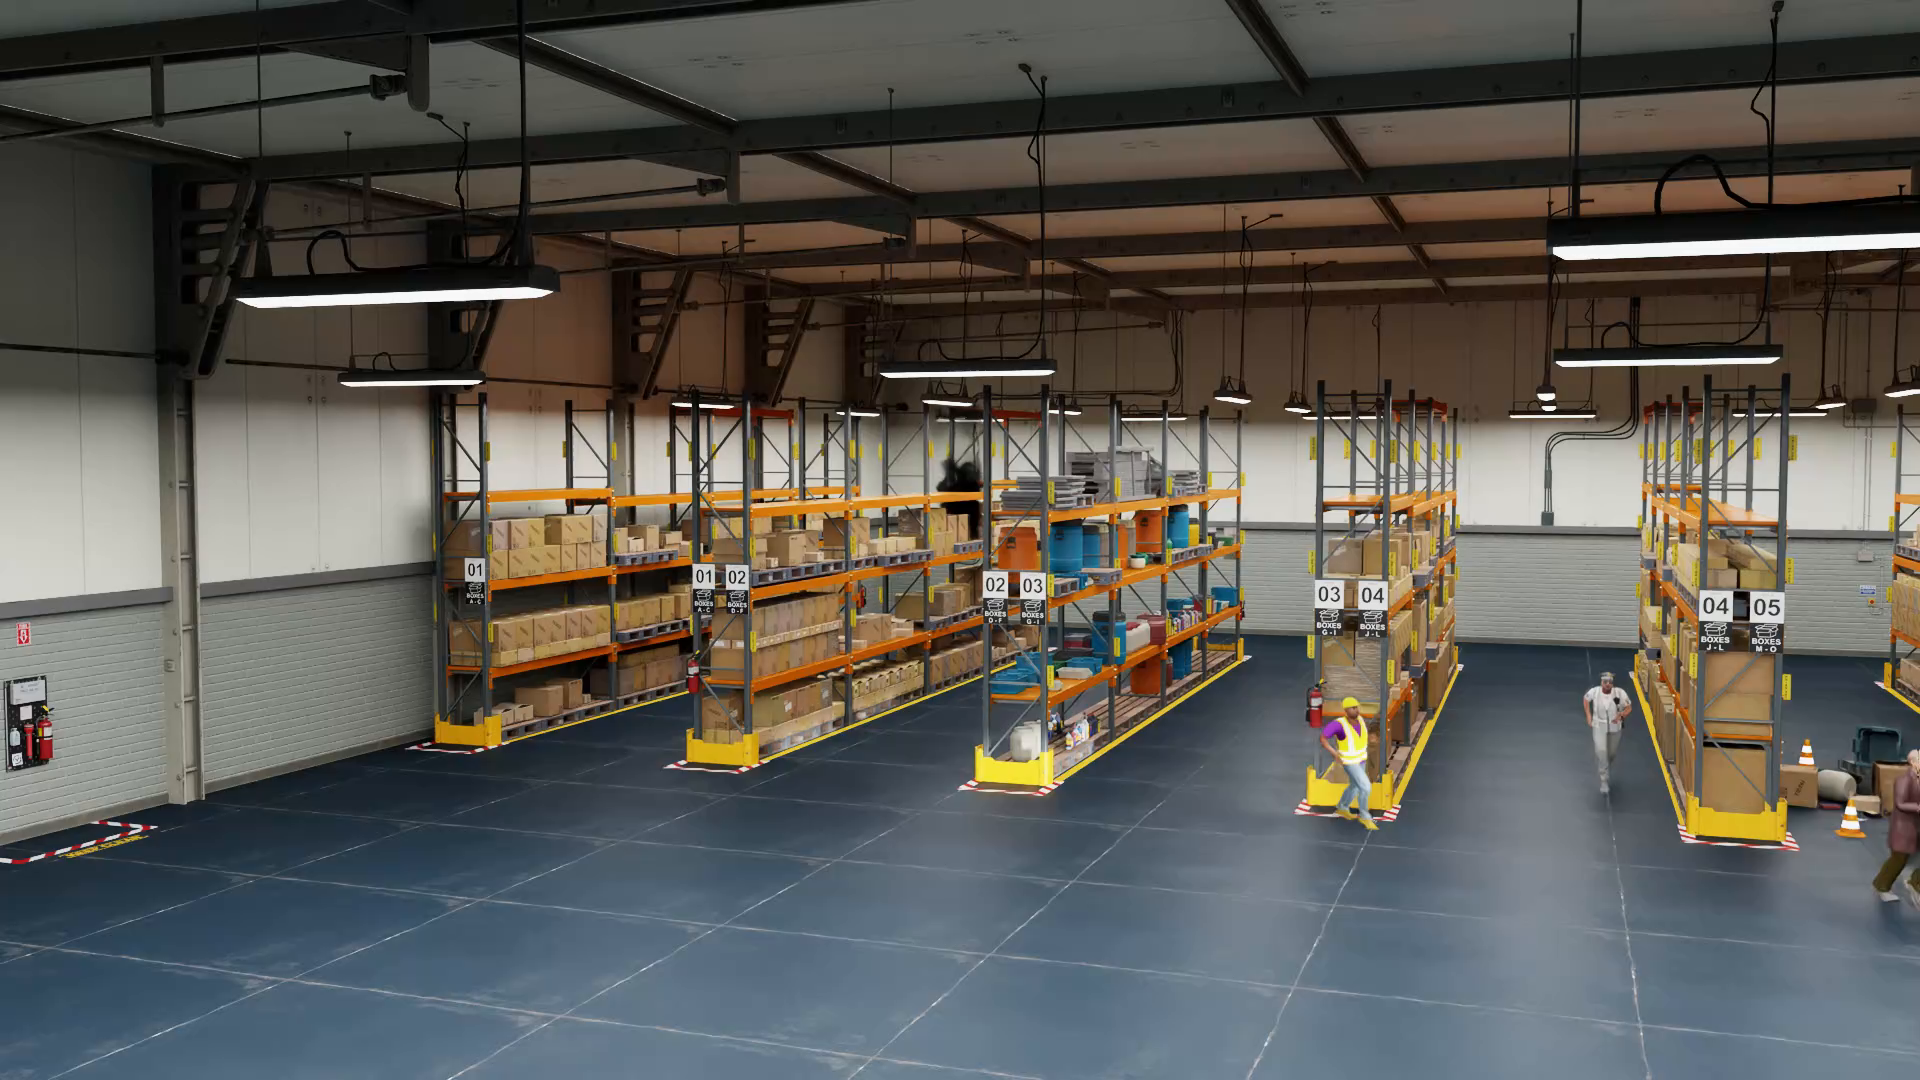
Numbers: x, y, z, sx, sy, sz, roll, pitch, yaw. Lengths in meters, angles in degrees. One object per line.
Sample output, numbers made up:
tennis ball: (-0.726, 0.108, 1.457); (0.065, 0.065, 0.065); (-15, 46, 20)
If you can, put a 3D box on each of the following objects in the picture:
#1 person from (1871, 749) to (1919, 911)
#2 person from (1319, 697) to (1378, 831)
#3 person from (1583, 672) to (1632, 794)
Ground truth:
person: (10.375, 3.150, 18.141); (0.752, 1.773, 0.887); (-2, 3, -28)
person: (5.185, 2.964, 22.076); (0.704, 1.789, 0.729); (-3, 4, -43)
person: (9.653, 2.822, 24.813); (0.665, 1.785, 1.102); (1, 3, 15)
